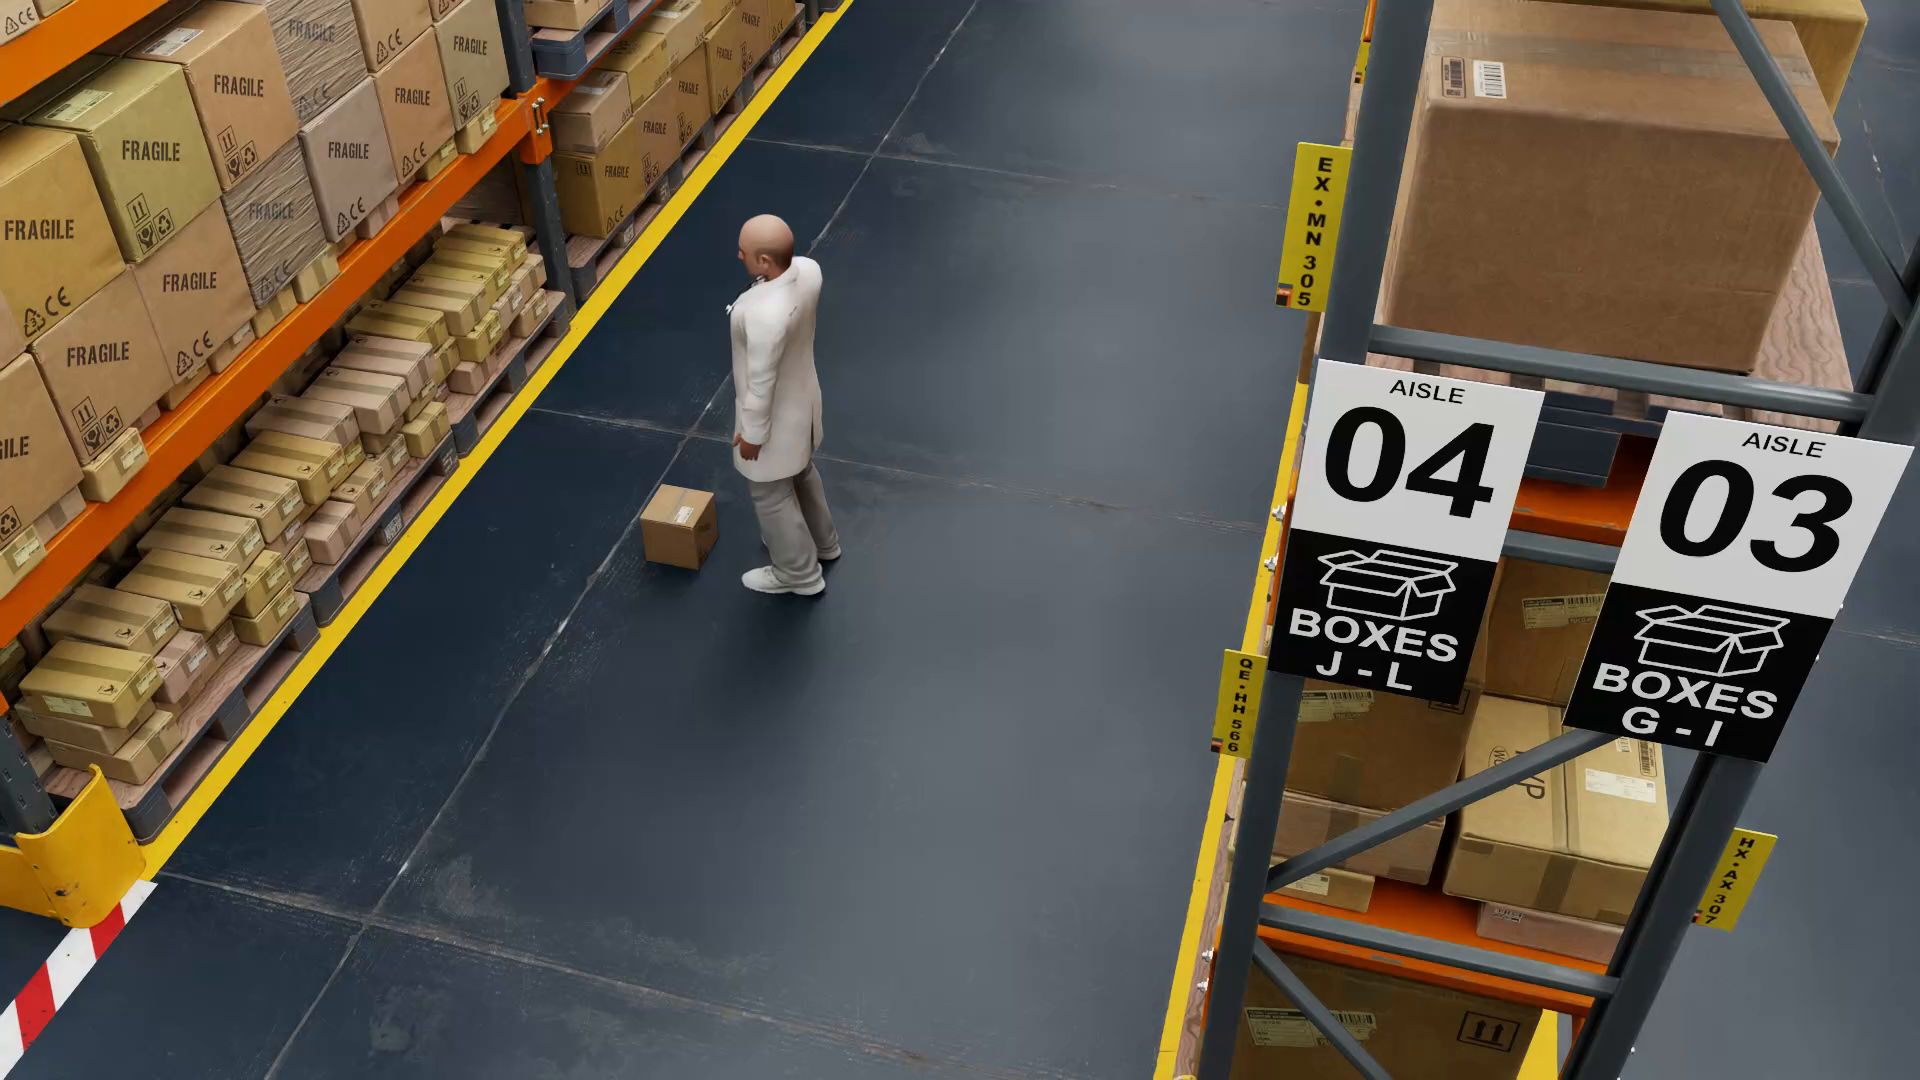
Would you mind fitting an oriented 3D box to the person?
[{"bbox_3d":[-0.751,-0.532,6.809,0.389,1.790,0.562,11,42,12],"label":"person"}]
